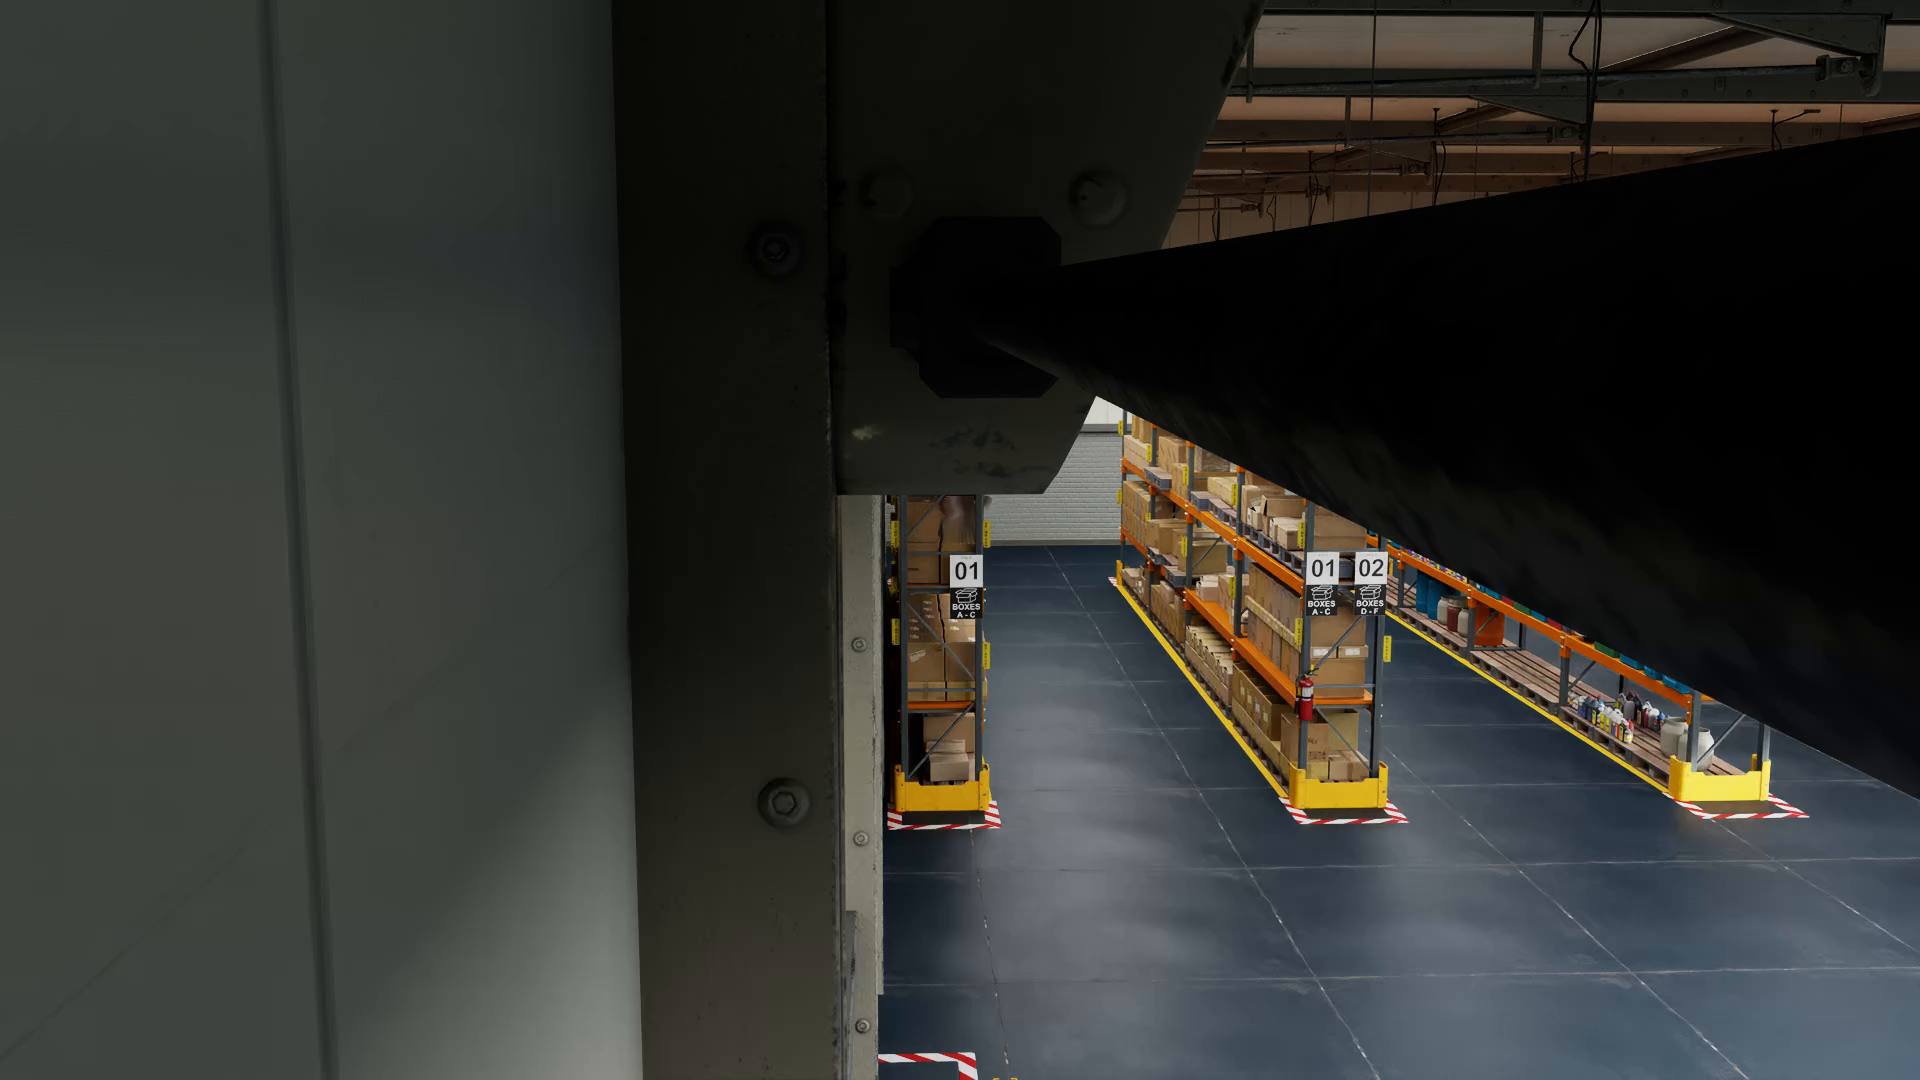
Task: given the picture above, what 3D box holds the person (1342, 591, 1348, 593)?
[{"bbox_3d":[6.728,1.066,29.907,0.701,1.792,0.762,-1,9,-9],"label":"person"}]
